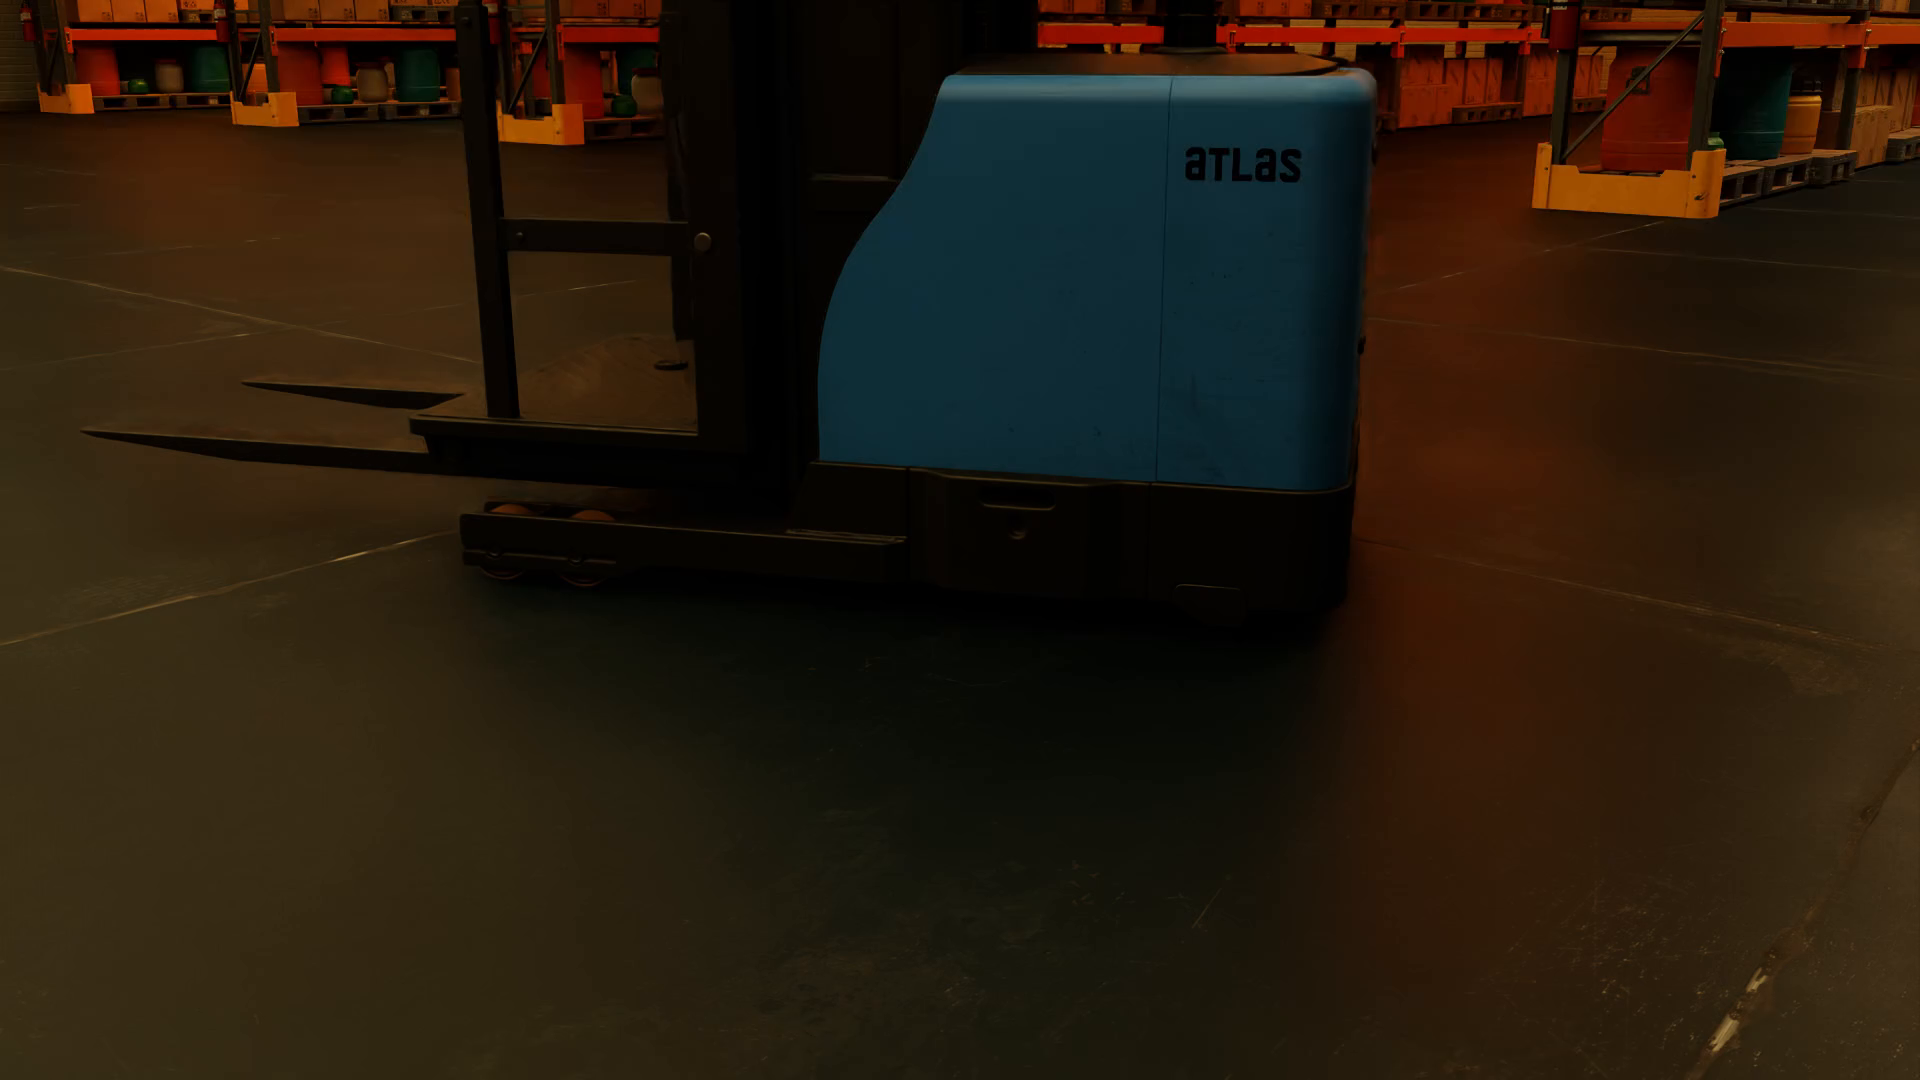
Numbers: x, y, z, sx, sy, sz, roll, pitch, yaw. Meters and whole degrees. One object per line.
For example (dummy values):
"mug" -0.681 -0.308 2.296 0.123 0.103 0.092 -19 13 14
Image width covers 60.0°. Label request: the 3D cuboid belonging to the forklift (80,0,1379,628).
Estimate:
"forklift" -0.601 -1.442 3.648 3.031 2.935 1.130 4 17 14
